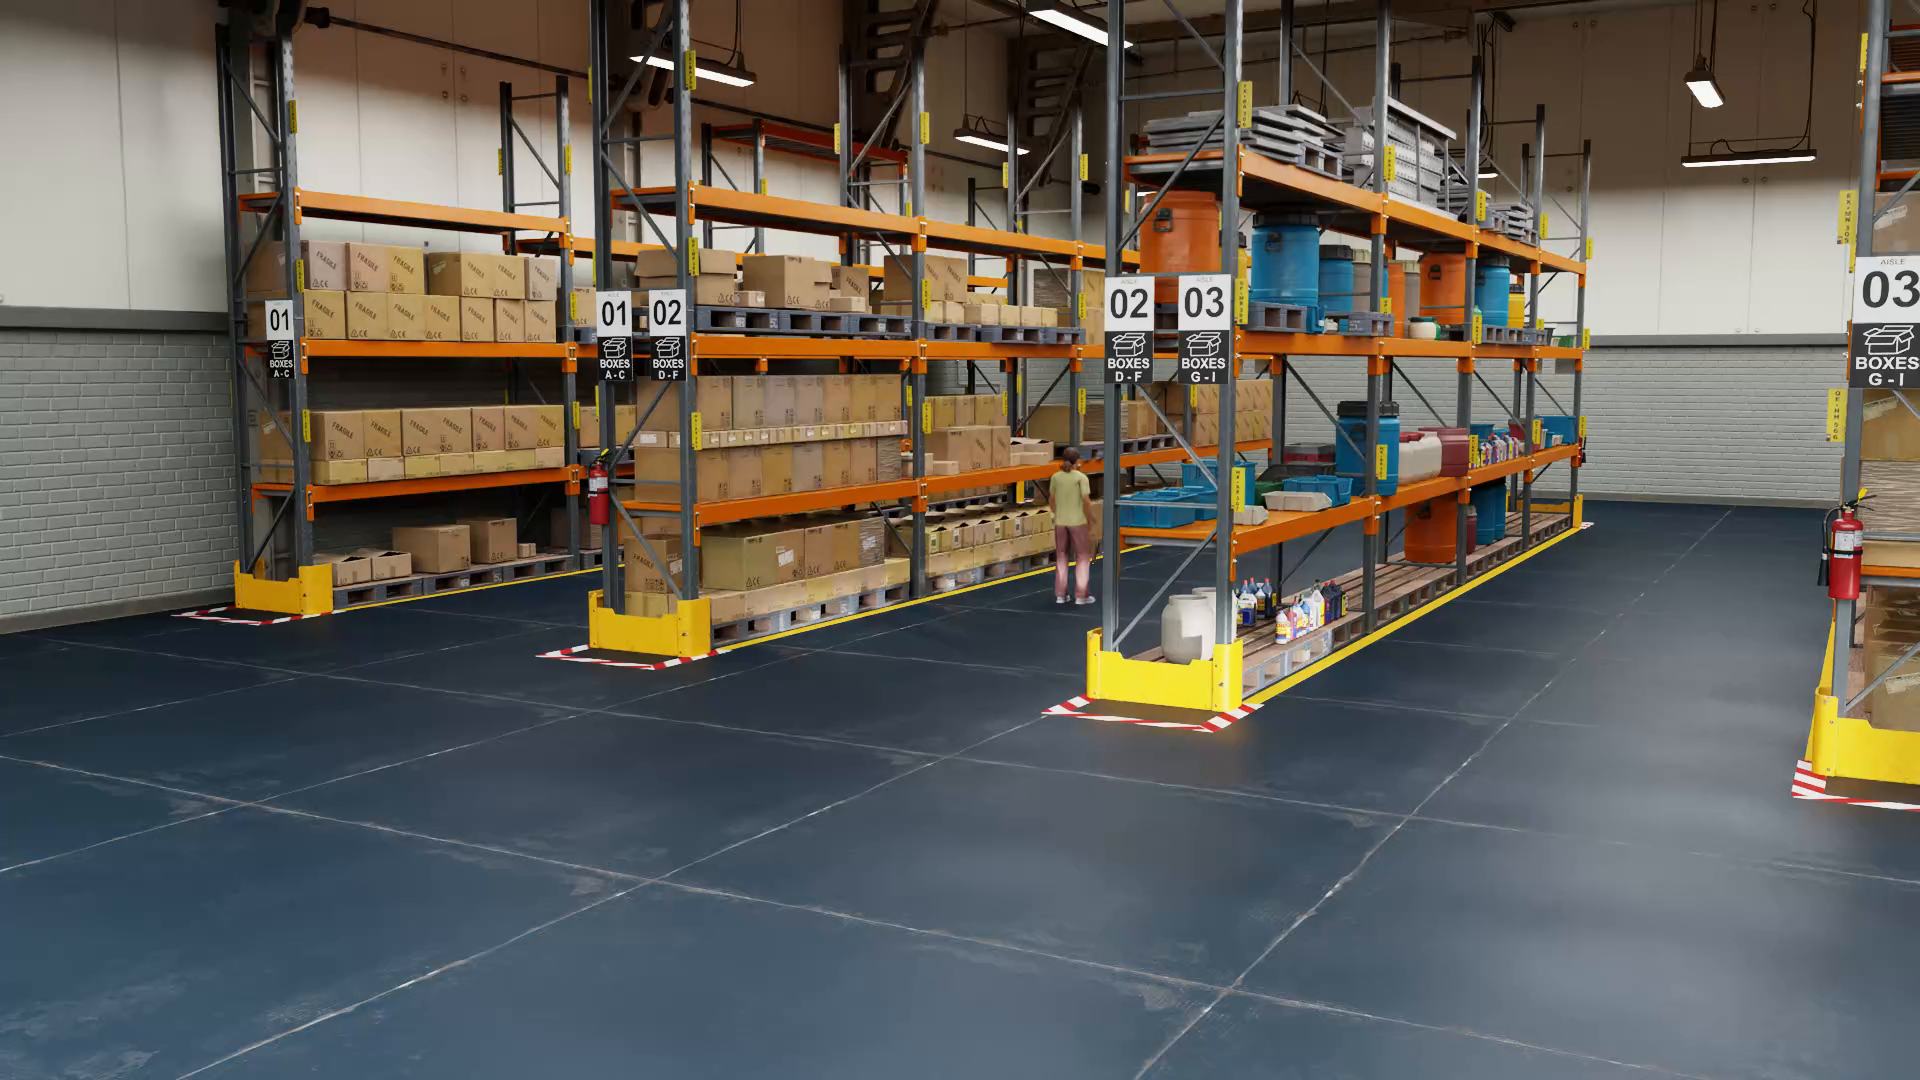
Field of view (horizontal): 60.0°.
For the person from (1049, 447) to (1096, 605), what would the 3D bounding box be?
[{"bbox_3d":[1.191,-0.155,17.788,0.480,1.676,0.362,3,7,27],"label":"person"}]
